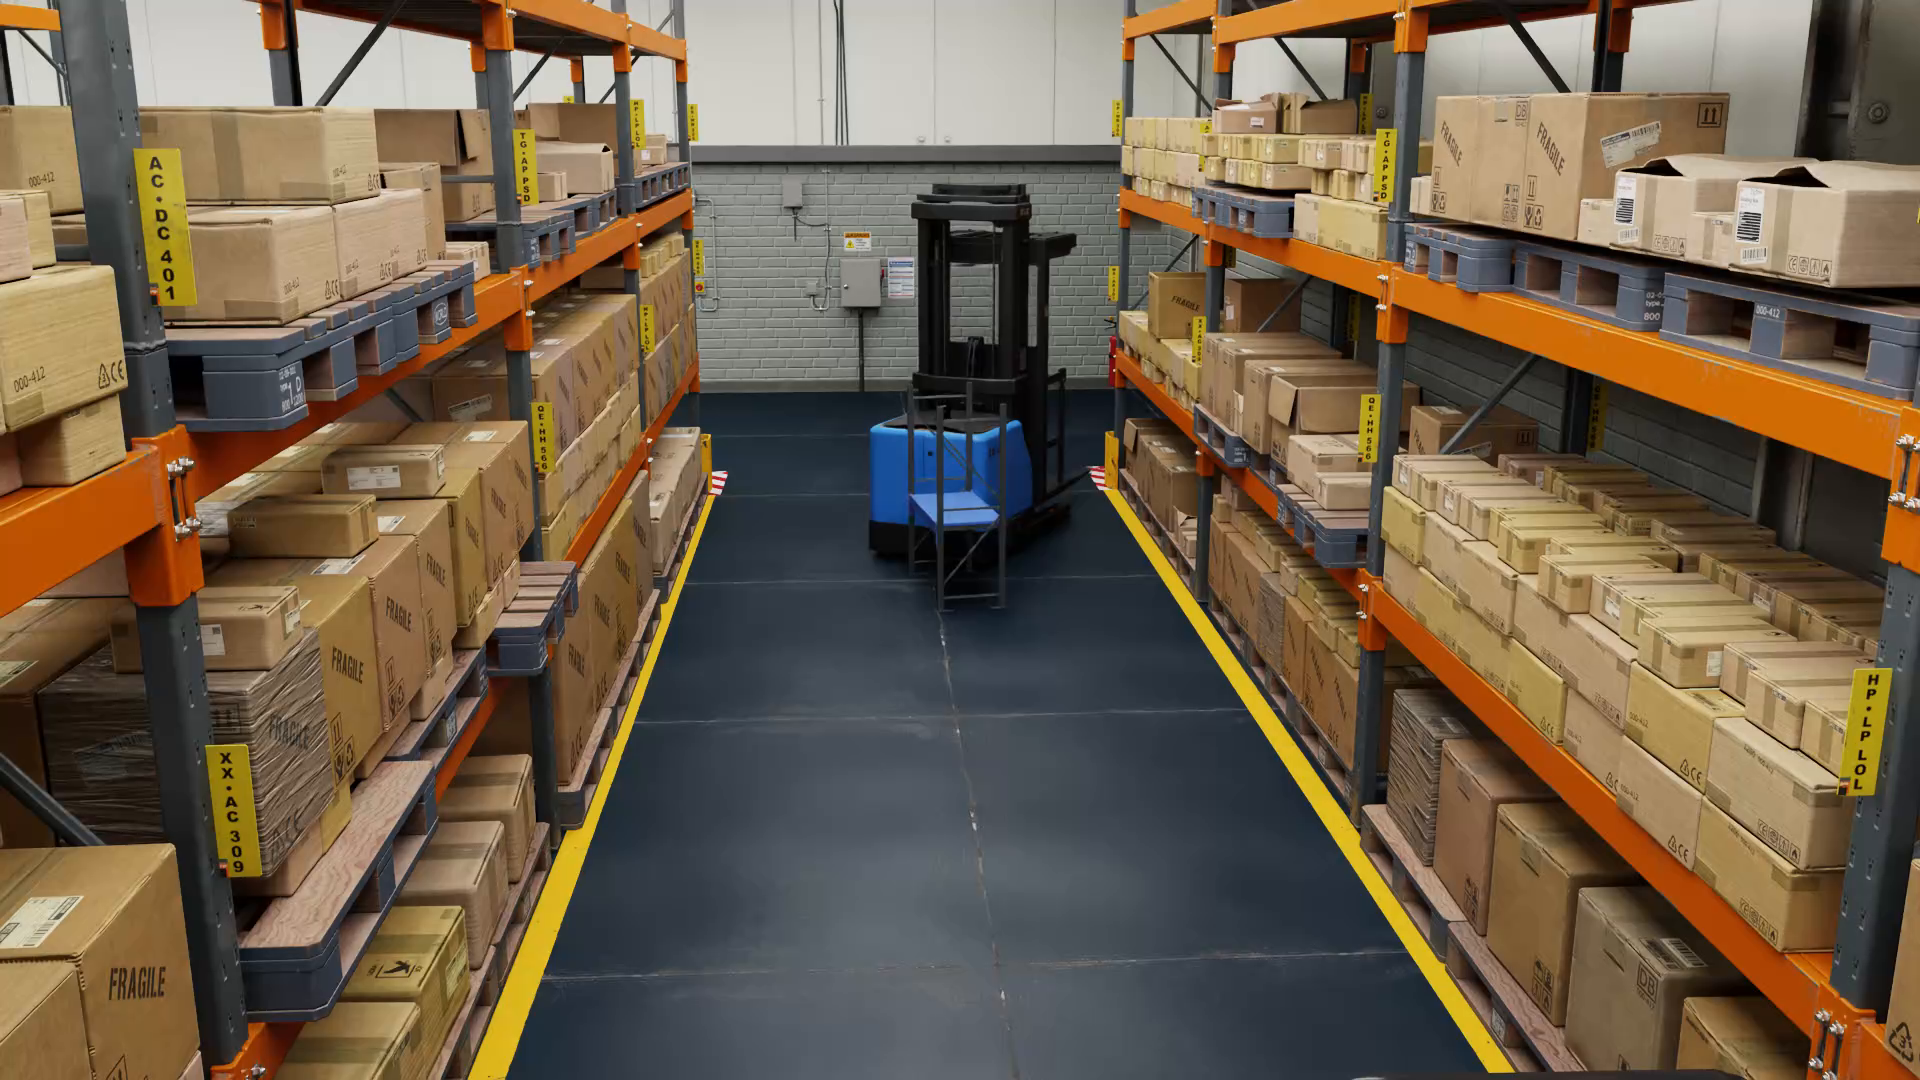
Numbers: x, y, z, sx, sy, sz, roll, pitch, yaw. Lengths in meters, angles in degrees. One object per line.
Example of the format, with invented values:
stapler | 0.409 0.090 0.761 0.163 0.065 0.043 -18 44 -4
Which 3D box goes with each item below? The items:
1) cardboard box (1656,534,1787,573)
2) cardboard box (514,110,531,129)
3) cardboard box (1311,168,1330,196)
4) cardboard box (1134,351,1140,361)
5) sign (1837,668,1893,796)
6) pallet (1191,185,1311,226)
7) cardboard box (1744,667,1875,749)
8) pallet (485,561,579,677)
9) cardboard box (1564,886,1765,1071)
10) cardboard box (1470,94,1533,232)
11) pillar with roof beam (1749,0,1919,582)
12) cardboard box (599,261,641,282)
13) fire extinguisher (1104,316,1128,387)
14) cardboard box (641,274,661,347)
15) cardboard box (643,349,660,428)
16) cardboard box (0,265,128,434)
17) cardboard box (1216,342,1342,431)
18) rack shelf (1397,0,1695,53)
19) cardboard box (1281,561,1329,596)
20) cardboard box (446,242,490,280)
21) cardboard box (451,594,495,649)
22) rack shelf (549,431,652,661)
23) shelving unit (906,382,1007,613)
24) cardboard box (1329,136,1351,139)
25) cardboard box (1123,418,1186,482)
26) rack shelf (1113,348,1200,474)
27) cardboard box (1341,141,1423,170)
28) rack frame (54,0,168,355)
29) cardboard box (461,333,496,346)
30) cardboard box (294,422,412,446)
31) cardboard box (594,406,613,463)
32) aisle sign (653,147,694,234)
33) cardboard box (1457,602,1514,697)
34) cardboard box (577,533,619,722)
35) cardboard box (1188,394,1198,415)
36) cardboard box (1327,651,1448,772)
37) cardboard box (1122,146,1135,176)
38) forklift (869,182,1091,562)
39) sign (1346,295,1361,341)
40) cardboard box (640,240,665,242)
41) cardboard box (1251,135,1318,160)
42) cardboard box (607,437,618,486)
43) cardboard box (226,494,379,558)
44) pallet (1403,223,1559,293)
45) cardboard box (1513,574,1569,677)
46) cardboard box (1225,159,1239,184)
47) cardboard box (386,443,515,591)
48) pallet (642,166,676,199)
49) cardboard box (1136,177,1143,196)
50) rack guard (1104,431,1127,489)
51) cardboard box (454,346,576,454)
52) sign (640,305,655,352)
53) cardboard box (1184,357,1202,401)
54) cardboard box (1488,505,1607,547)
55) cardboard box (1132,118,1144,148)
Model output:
cardboard box | 2.824 0.080 6.192 0.380 0.149 0.250 0 14 -2
cardboard box | -2.949 -2.414 10.328 0.500 0.500 0.500 -1 14 -4
cardboard box | 2.171 -1.994 9.239 0.380 0.149 0.250 0 14 -2
cardboard box | 1.800 -1.736 15.257 0.380 0.149 0.250 -1 14 -2
sign | 2.194 0.467 4.028 0.100 0.325 0.005 -1 14 -3
pallet | 2.210 -2.210 10.952 1.213 0.211 1.003 -1 14 -3
cardboard box | 2.458 0.470 4.676 0.380 0.149 0.250 -1 14 -4
pallet | -2.316 0.330 7.110 1.213 0.211 1.003 -1 14 -3
cardboard box | 2.651 1.602 5.702 0.875 0.625 0.625 -1 14 -4
cardboard box | 2.420 -1.461 6.423 0.700 0.500 0.500 -1 14 -5
pillar with roof beam | -0.829 -2.545 5.859 9.100 9.000 0.400 -1 14 -3
cardboard box | -2.507 -1.926 11.985 0.380 0.149 0.250 -1 14 -3
fire extinguisher | 1.521 -1.817 15.974 0.296 0.674 0.183 -1 14 -3
cardboard box | -2.527 -1.714 12.462 0.500 0.500 0.500 -1 14 -4
cardboard box | -2.482 -1.103 12.092 0.500 0.500 0.500 0 14 -2
cardboard box | -1.923 -0.362 3.098 0.500 0.250 0.500 -1 14 -4
cardboard box | 2.078 -1.010 10.890 0.700 0.500 0.500 -1 14 -3
rack shelf | 2.611 -1.882 5.529 1.077 0.370 4.000 -1 14 -3
cardboard box | 2.150 0.227 9.994 0.380 0.149 0.250 -2 15 -6
cardboard box | -2.238 -1.195 7.135 0.380 0.149 0.250 -1 14 -3
cardboard box | -2.024 0.316 6.441 0.380 0.149 0.250 -1 14 -2
rack shelf | -2.591 -0.088 9.792 1.077 0.370 4.000 -1 14 -3
shelving unit | -0.036 -0.342 12.347 0.538 1.500 1.048 -3 15 -13
cardboard box | 2.403 -2.343 9.957 0.380 0.149 0.250 -1 14 -3
cardboard box | 1.935 -0.847 15.465 0.797 0.503 0.637 -1 15 -6
rack shelf | 2.116 -1.160 13.960 1.077 0.370 4.000 -1 14 -3
cardboard box | 2.219 -2.011 8.706 0.380 0.149 0.250 -1 14 -4
rack frame | -2.219 -1.849 3.155 1.000 3.000 0.127 -1 14 -3
cardboard box | -2.824 -0.847 9.092 0.500 0.500 0.500 -1 14 -3
cardboard box | -2.670 -0.219 7.218 0.500 0.500 0.500 -1 14 -5
cardboard box | -2.319 -0.617 9.703 0.500 0.250 0.500 -1 14 -2
aisle sign | -2.657 -3.210 15.266 0.394 0.787 0.004 -1 14 -3
cardboard box | 2.336 0.423 6.662 0.500 0.250 0.500 -1 14 -5
cardboard box | -2.478 0.492 9.516 0.875 0.875 0.875 -1 14 -3
cardboard box | 1.930 -1.029 12.512 0.380 0.149 0.250 0 14 -2
cardboard box | 2.247 0.889 8.725 0.500 0.500 0.500 0 14 -2
cardboard box | 1.746 -3.416 14.966 0.500 0.250 0.500 -1 14 -4
forklift | 0.322 -1.568 14.237 1.130 2.935 3.031 6 16 23
sign | 2.793 -1.581 11.829 0.100 0.325 0.005 -1 14 -3
cardboard box | -2.680 -2.434 13.958 0.380 0.149 0.250 -1 14 -4
cardboard box | 1.998 -2.402 10.185 0.380 0.149 0.250 -1 14 -3
cardboard box | -2.392 -0.501 10.254 0.500 0.250 0.500 -1 14 -5
cardboard box | -2.065 -0.045 5.240 0.380 0.149 0.250 0 14 0
pallet | 2.619 -1.210 7.070 1.213 0.211 1.003 0 14 -1
cardboard box | 2.372 0.310 6.100 0.500 0.250 0.500 -1 14 -3
cardboard box | 1.886 -2.323 10.476 0.380 0.149 0.250 -1 14 -3
cardboard box | -2.118 -0.098 6.745 0.500 0.500 0.500 -1 14 -4
pallet | -2.827 -2.850 13.241 1.003 0.211 1.213 -1 14 -3
cardboard box | 1.733 -3.062 14.391 0.380 0.149 0.250 -1 14 -2
rack guard | 1.996 -0.777 16.041 1.175 0.500 0.348 -1 14 -3
cardboard box | -2.294 -0.721 8.602 0.500 0.500 0.500 -1 14 -3
sign | -2.174 -1.467 11.543 0.100 0.325 0.005 -1 14 -3
cardboard box | 1.964 -1.206 12.396 0.500 0.250 0.500 -1 14 -2
cardboard box | 2.347 -0.038 6.654 0.380 0.149 0.250 -1 14 -3
cardboard box | 1.781 -3.531 14.412 0.500 0.250 0.500 -1 14 -4
